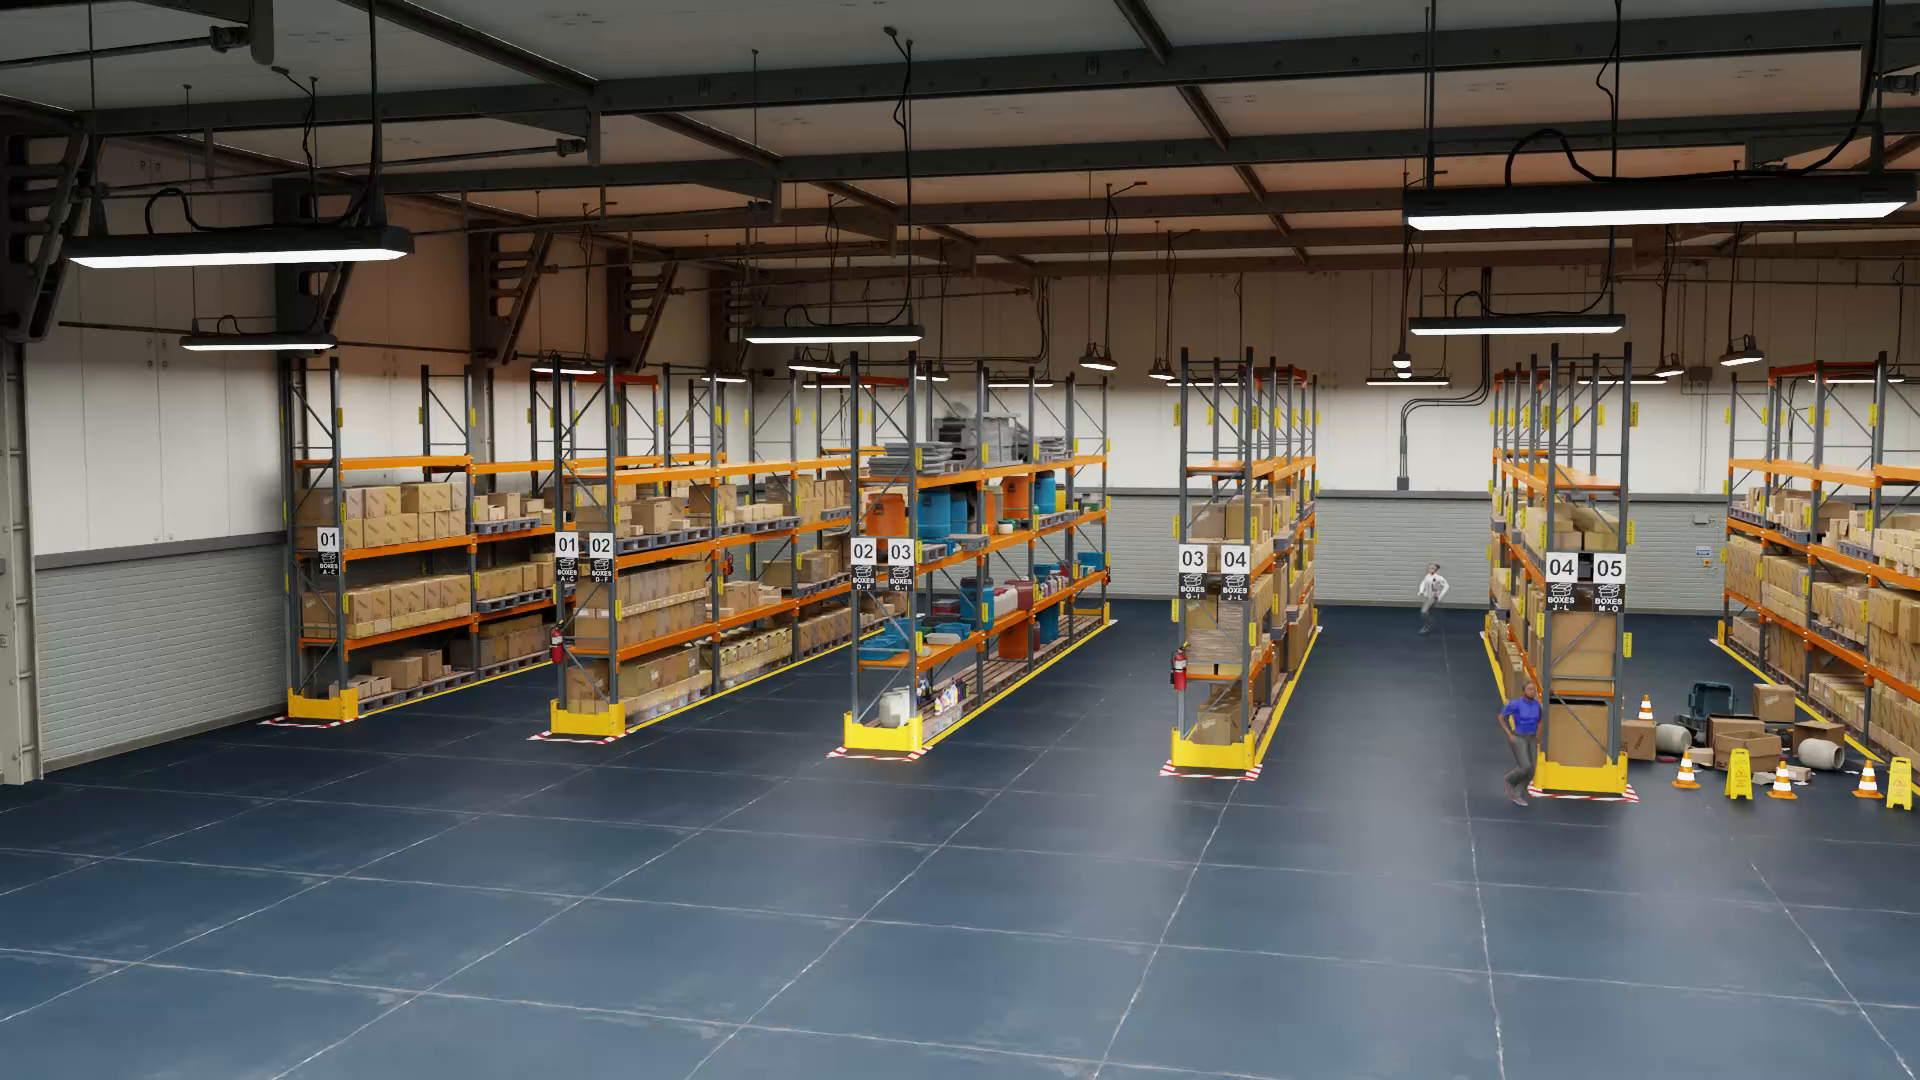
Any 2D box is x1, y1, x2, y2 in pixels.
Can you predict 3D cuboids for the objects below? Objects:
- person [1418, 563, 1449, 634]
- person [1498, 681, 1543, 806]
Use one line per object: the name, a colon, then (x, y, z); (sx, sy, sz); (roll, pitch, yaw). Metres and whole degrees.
person: (10.922, 1.356, 38.509); (0.641, 1.680, 0.674); (-2, 5, -30)
person: (7.294, 2.628, 21.523); (0.590, 1.632, 0.508); (-1, 4, -18)
